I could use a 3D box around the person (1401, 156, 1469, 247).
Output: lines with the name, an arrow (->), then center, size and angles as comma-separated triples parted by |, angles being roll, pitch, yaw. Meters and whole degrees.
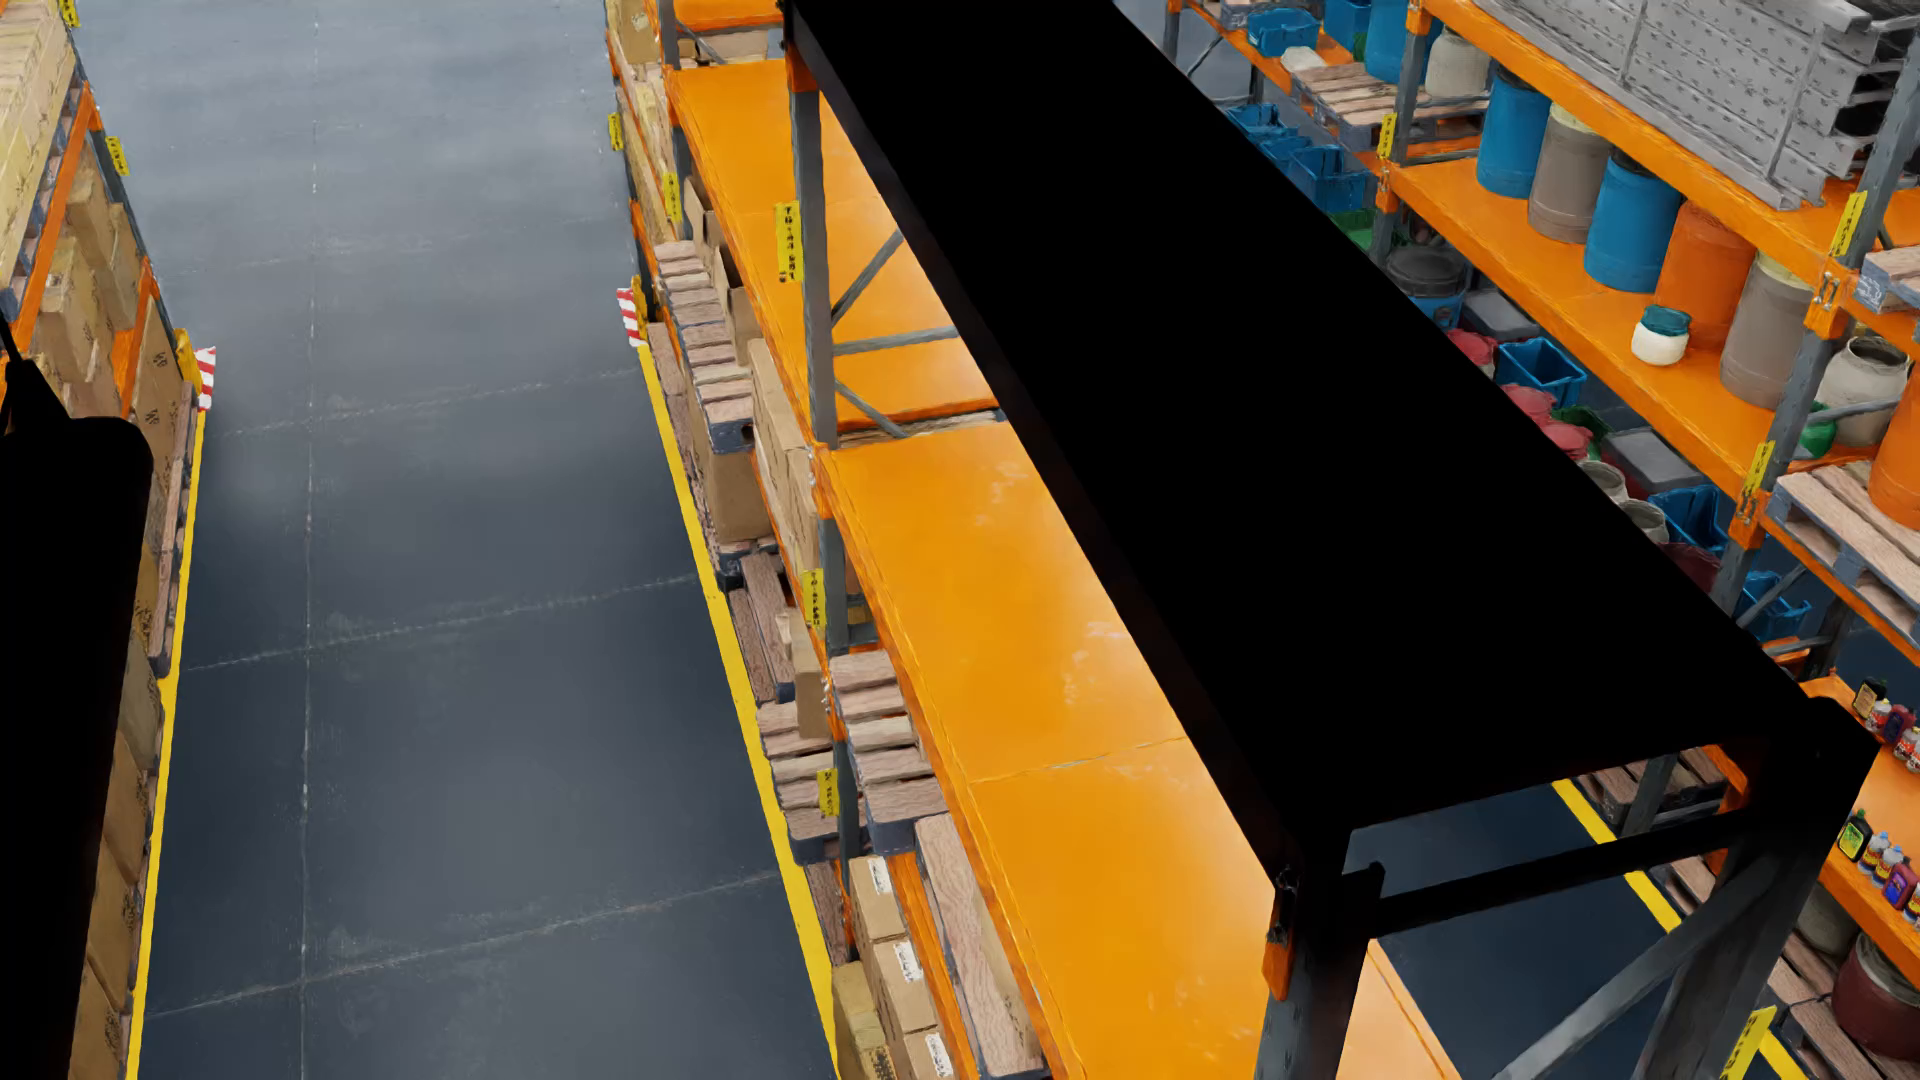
person -> 4.357, -3.035, 15.329 | 0.572, 1.666, 0.961 | 3, 38, 4
